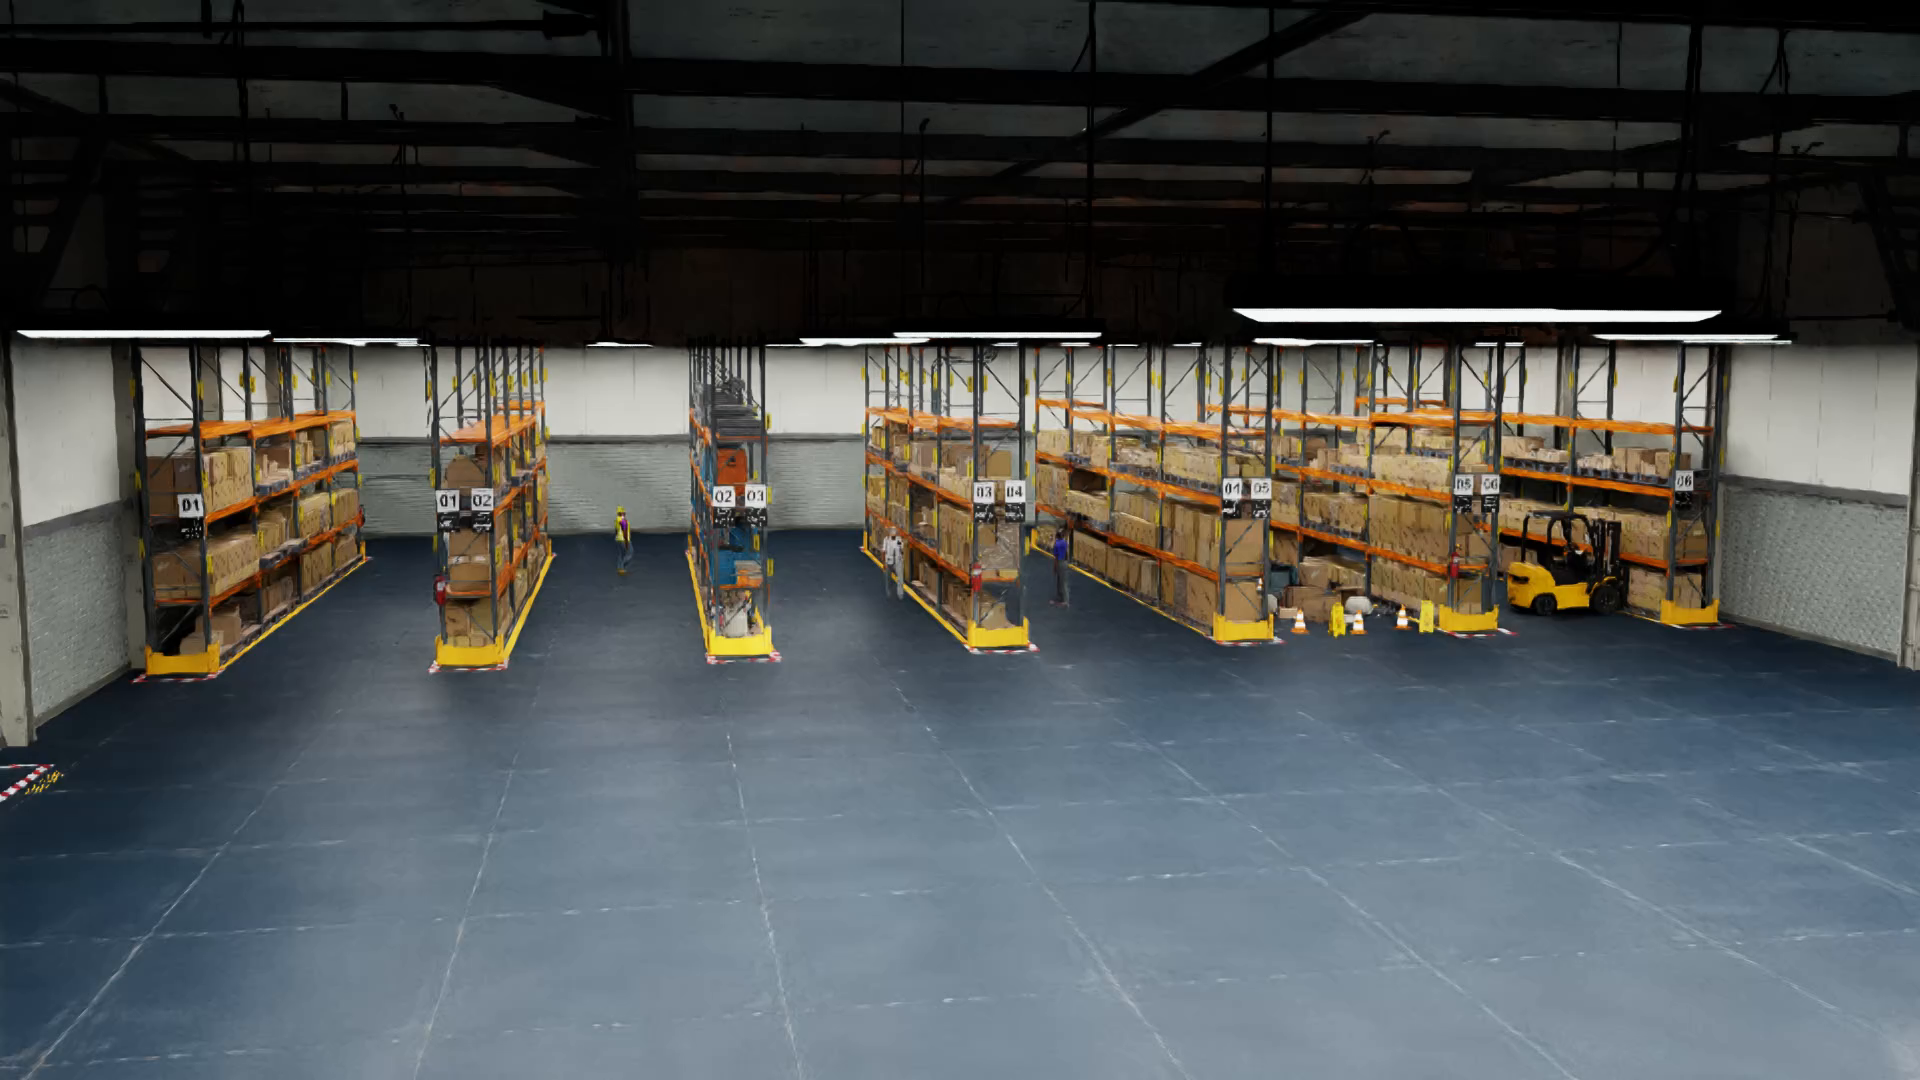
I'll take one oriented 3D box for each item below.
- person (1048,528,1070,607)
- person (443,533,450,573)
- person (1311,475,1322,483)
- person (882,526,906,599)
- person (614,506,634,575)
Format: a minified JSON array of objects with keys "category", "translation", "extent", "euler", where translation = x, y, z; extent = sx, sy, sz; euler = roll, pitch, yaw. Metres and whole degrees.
[{"category":"person","translation":[2.105,0.576,35.246],"extent":[0.553,1.641,0.574],"euler":[3,7,21]},{"category":"person","translation":[-12.995,-0.043,42.614],"extent":[0.469,1.758,0.589],"euler":[-6,9,-41]},{"category":"person","translation":[11.588,-1.324,54.128],"extent":[0.579,1.714,0.605],"euler":[5,8,36]},{"category":"person","translation":[-1.461,0.472,36.371],"extent":[0.499,1.579,1.070],"euler":[-1,7,-7]},{"category":"person","translation":[-8.551,0.018,42.162],"extent":[0.457,1.763,0.609],"euler":[-5,8,-35]}]
